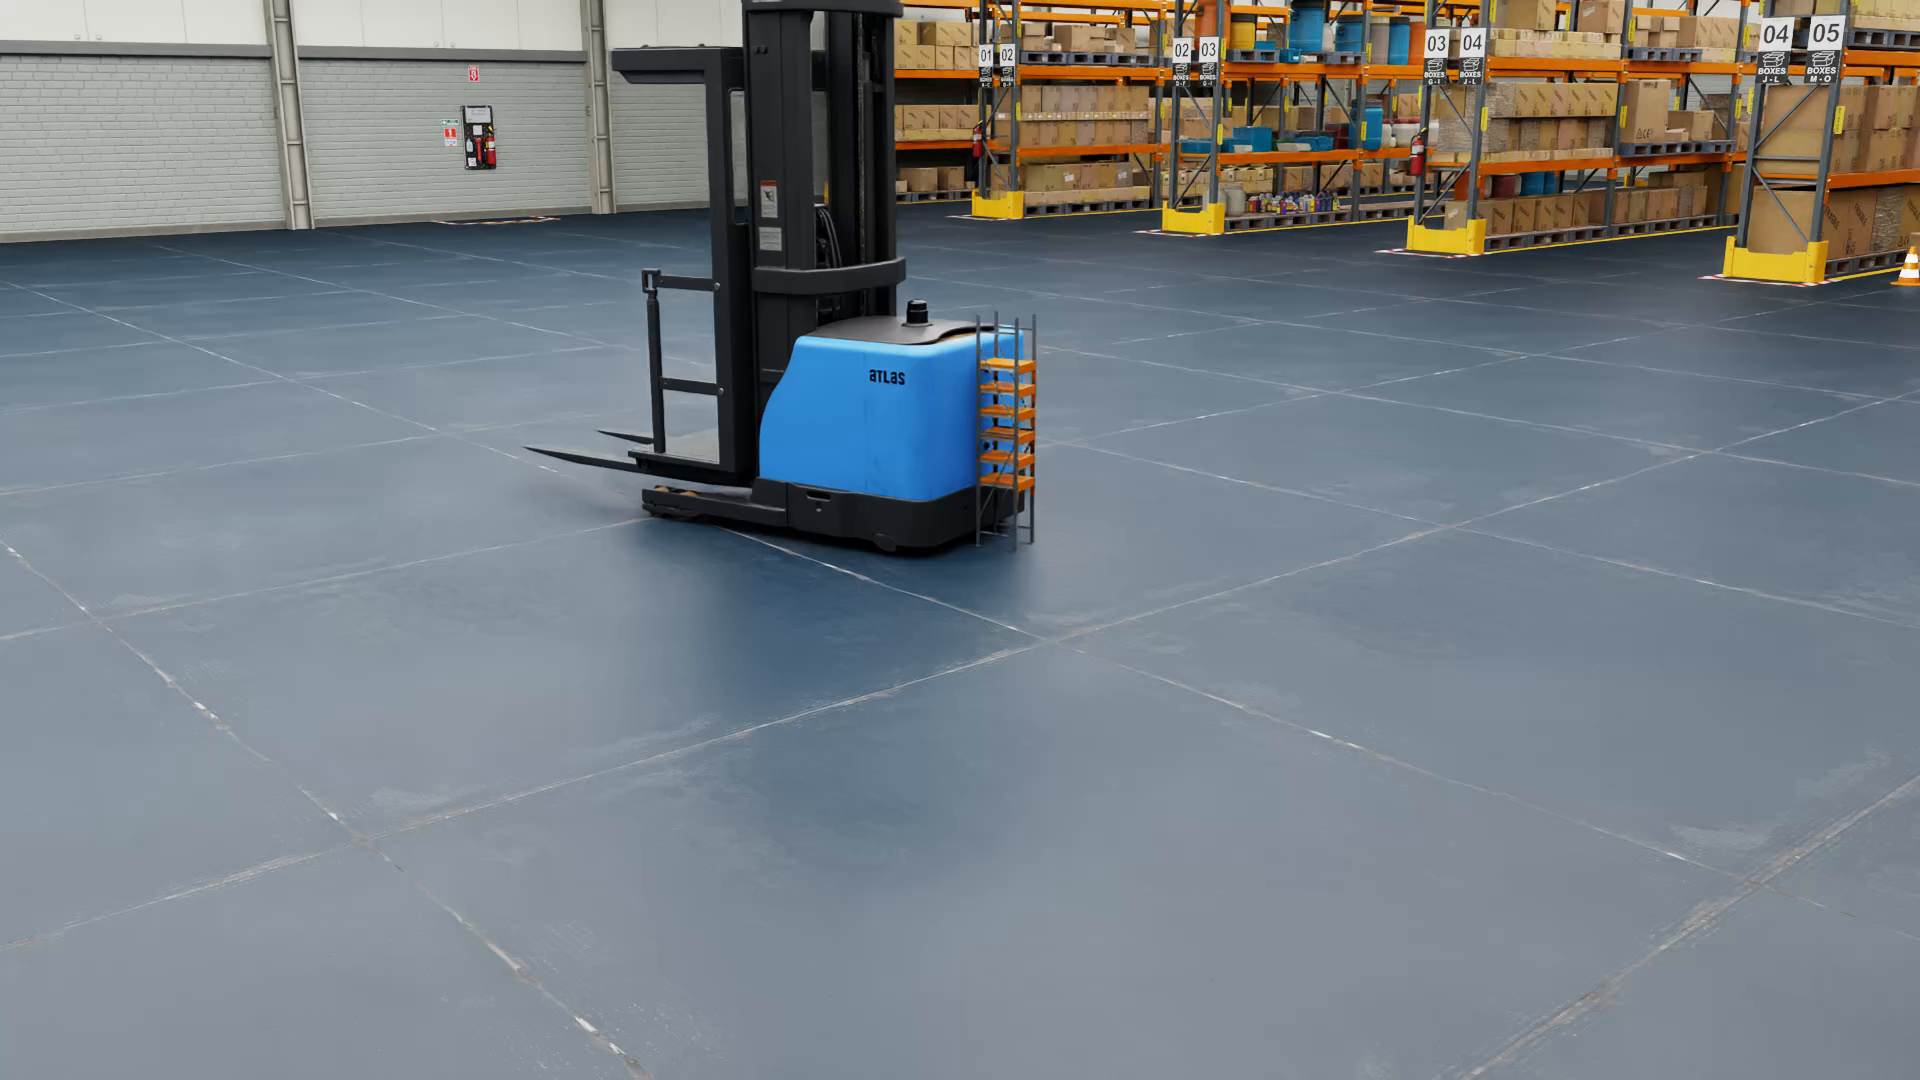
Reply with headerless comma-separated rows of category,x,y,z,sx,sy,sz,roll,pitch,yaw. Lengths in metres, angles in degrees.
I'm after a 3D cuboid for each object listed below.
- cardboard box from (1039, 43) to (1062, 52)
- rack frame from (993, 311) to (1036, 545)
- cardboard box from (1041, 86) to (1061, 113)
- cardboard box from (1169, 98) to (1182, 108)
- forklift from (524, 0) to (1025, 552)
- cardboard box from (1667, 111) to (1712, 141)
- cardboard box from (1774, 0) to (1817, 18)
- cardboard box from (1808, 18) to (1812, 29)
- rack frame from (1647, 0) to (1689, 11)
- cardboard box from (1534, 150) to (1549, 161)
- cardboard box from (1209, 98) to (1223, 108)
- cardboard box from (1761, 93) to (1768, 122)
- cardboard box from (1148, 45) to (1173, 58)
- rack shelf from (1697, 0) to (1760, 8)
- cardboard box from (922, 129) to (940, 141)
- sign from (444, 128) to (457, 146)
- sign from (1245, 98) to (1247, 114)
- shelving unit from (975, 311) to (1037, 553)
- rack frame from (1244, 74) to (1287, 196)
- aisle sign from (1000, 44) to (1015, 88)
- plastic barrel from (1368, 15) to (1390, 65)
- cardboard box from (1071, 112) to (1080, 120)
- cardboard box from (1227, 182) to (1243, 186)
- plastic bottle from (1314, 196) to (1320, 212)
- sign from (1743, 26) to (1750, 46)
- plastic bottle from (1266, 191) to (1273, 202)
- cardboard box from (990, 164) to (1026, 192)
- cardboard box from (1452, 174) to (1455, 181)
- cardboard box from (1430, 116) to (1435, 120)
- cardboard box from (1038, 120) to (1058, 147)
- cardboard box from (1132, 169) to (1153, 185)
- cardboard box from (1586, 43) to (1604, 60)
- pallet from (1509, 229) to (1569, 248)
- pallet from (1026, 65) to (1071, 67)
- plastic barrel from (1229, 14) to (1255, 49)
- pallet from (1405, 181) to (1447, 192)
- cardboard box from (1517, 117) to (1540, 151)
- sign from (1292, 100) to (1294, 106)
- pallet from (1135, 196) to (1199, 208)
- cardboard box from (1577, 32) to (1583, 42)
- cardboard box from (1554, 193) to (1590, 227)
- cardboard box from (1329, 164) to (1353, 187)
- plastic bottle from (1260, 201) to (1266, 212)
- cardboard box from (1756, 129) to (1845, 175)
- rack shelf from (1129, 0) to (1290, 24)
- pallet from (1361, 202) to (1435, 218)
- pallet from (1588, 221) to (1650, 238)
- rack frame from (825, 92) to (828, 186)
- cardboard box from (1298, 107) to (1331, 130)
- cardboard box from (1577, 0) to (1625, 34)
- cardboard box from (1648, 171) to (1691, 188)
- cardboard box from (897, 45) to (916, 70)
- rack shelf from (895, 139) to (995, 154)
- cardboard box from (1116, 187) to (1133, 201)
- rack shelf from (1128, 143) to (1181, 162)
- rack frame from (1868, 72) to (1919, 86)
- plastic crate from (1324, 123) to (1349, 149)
cardboard box,1.740,-9.478,32.009,0.250,0.149,0.380,-13,19,-39
rack frame,0.279,-0.572,8.566,0.240,1.200,0.006,9,17,29
cardboard box,1.531,-8.565,32.296,0.500,0.500,0.700,-13,20,-41
cardboard box,5.190,-10.888,41.439,0.500,0.250,0.500,-13,20,-40
forklift,-1.162,-1.620,9.136,3.031,2.935,1.130,9,18,31
cardboard box,12.535,-7.178,28.804,0.500,0.500,0.700,-9,18,-31
cardboard box,10.602,-6.712,20.958,0.500,0.250,0.500,-12,19,-39
cardboard box,10.636,-6.546,21.112,0.250,0.149,0.380,-12,19,-39
rack frame,16.056,-12.358,37.579,0.127,3.000,1.000,-13,19,-39
cardboard box,8.804,-5.901,25.516,0.250,0.149,0.380,-13,19,-39
cardboard box,6.350,-11.146,42.404,0.500,0.250,0.500,-12,19,-38
cardboard box,14.328,-7.904,30.391,0.637,0.503,0.797,-12,19,-38
cardboard box,4.225,-10.074,34.317,0.500,0.250,0.500,-10,18,-34
rack shelf,14.781,-9.837,30.308,4.000,0.370,1.077,-13,19,-39
cardboard box,-0.788,-8.897,36.499,0.500,0.250,0.500,-12,19,-39
sign,-9.458,-7.481,30.876,0.234,0.329,0.001,-13,19,-39
sign,6.409,-9.695,37.142,0.005,0.325,0.100,-13,19,-39
shelving unit,0.233,-0.552,8.490,0.258,1.200,0.189,9,17,29
rack frame,6.772,-9.070,36.892,0.127,3.000,1.000,-13,19,-39
aisle sign,0.888,-8.900,31.218,0.004,0.787,0.394,-13,19,-39
plastic barrel,7.738,-9.358,31.187,0.600,0.901,0.600,0,15,0
cardboard box,2.144,-8.319,32.632,0.250,0.149,0.380,-13,20,-40
cardboard box,5.767,-7.635,36.035,0.500,0.250,0.500,-12,19,-38
plastic bottle,6.466,-6.094,30.163,0.133,0.283,0.061,-11,19,-36
sign,13.627,-8.734,28.819,0.005,0.325,0.100,-13,19,-39
plastic bottle,5.659,-6.200,30.429,0.185,0.351,0.144,-13,20,-40
cardboard box,0.946,-7.100,32.579,0.500,0.500,0.500,-13,19,-39
cardboard box,12.194,-9.077,41.559,0.250,0.166,0.380,-13,19,-39
cardboard box,11.116,-10.001,40.183,0.500,0.500,0.500,-13,20,-40
cardboard box,1.490,-7.929,32.429,0.500,0.500,0.700,-12,19,-38
cardboard box,3.872,-7.662,35.049,0.500,0.311,0.500,-13,19,-39
cardboard box,9.681,-7.625,25.962,0.500,0.250,0.500,-12,19,-38
pallet,8.850,-4.787,26.263,1.213,0.211,1.003,-13,19,-39
pallet,1.816,-10.974,38.574,1.003,0.211,1.213,-13,19,-39
plastic barrel,4.762,-8.710,28.556,0.600,0.588,0.600,0,15,0
pallet,11.229,-8.724,41.001,1.213,0.211,1.003,-13,19,-39
cardboard box,8.374,-6.249,25.564,0.500,0.500,0.875,-13,19,-39
sign,9.193,-11.954,45.860,0.005,0.325,0.100,-13,19,-39
pallet,4.285,-7.177,35.211,1.213,0.211,1.003,-13,19,-39
cardboard box,9.370,-7.753,25.668,0.250,0.149,0.380,-12,19,-37
cardboard box,9.926,-5.398,27.177,0.500,0.500,0.500,-13,20,-41
cardboard box,8.848,-8.446,38.548,0.500,0.500,0.500,-12,19,-39
plastic bottle,5.492,-6.046,30.143,0.097,0.201,0.097,0,15,0
cardboard box,10.667,-4.947,21.166,0.550,0.550,0.875,-13,19,-39
rack shelf,5.263,-11.088,34.994,4.000,0.370,1.077,-13,19,-39
pallet,8.491,-6.428,32.407,1.213,0.211,1.003,-13,19,-39
pallet,10.841,-5.248,27.988,1.213,0.211,1.003,-13,19,-39
rack frame,-2.518,-8.678,35.427,0.127,3.000,1.000,-13,19,-39
cardboard box,7.988,-9.567,37.747,0.500,0.500,0.700,-9,17,-29
cardboard box,10.082,-8.220,26.159,0.500,0.500,0.500,-13,20,-41
cardboard box,12.393,-6.297,29.048,0.500,0.250,0.500,-10,18,-33
cardboard box,-1.284,-10.366,35.701,0.500,0.500,0.500,-12,19,-37
rack shelf,-1.009,-8.669,36.788,4.000,0.370,1.077,-13,19,-39
cardboard box,3.164,-7.063,33.893,0.500,0.250,0.500,-13,19,-39
rack shelf,5.263,-8.383,35.717,4.000,0.370,1.077,-13,19,-39
rack frame,19.307,-8.496,34.743,0.127,3.000,1.000,-13,19,-39
plastic crate,7.168,-7.600,31.265,0.583,0.464,0.402,-13,19,-39
